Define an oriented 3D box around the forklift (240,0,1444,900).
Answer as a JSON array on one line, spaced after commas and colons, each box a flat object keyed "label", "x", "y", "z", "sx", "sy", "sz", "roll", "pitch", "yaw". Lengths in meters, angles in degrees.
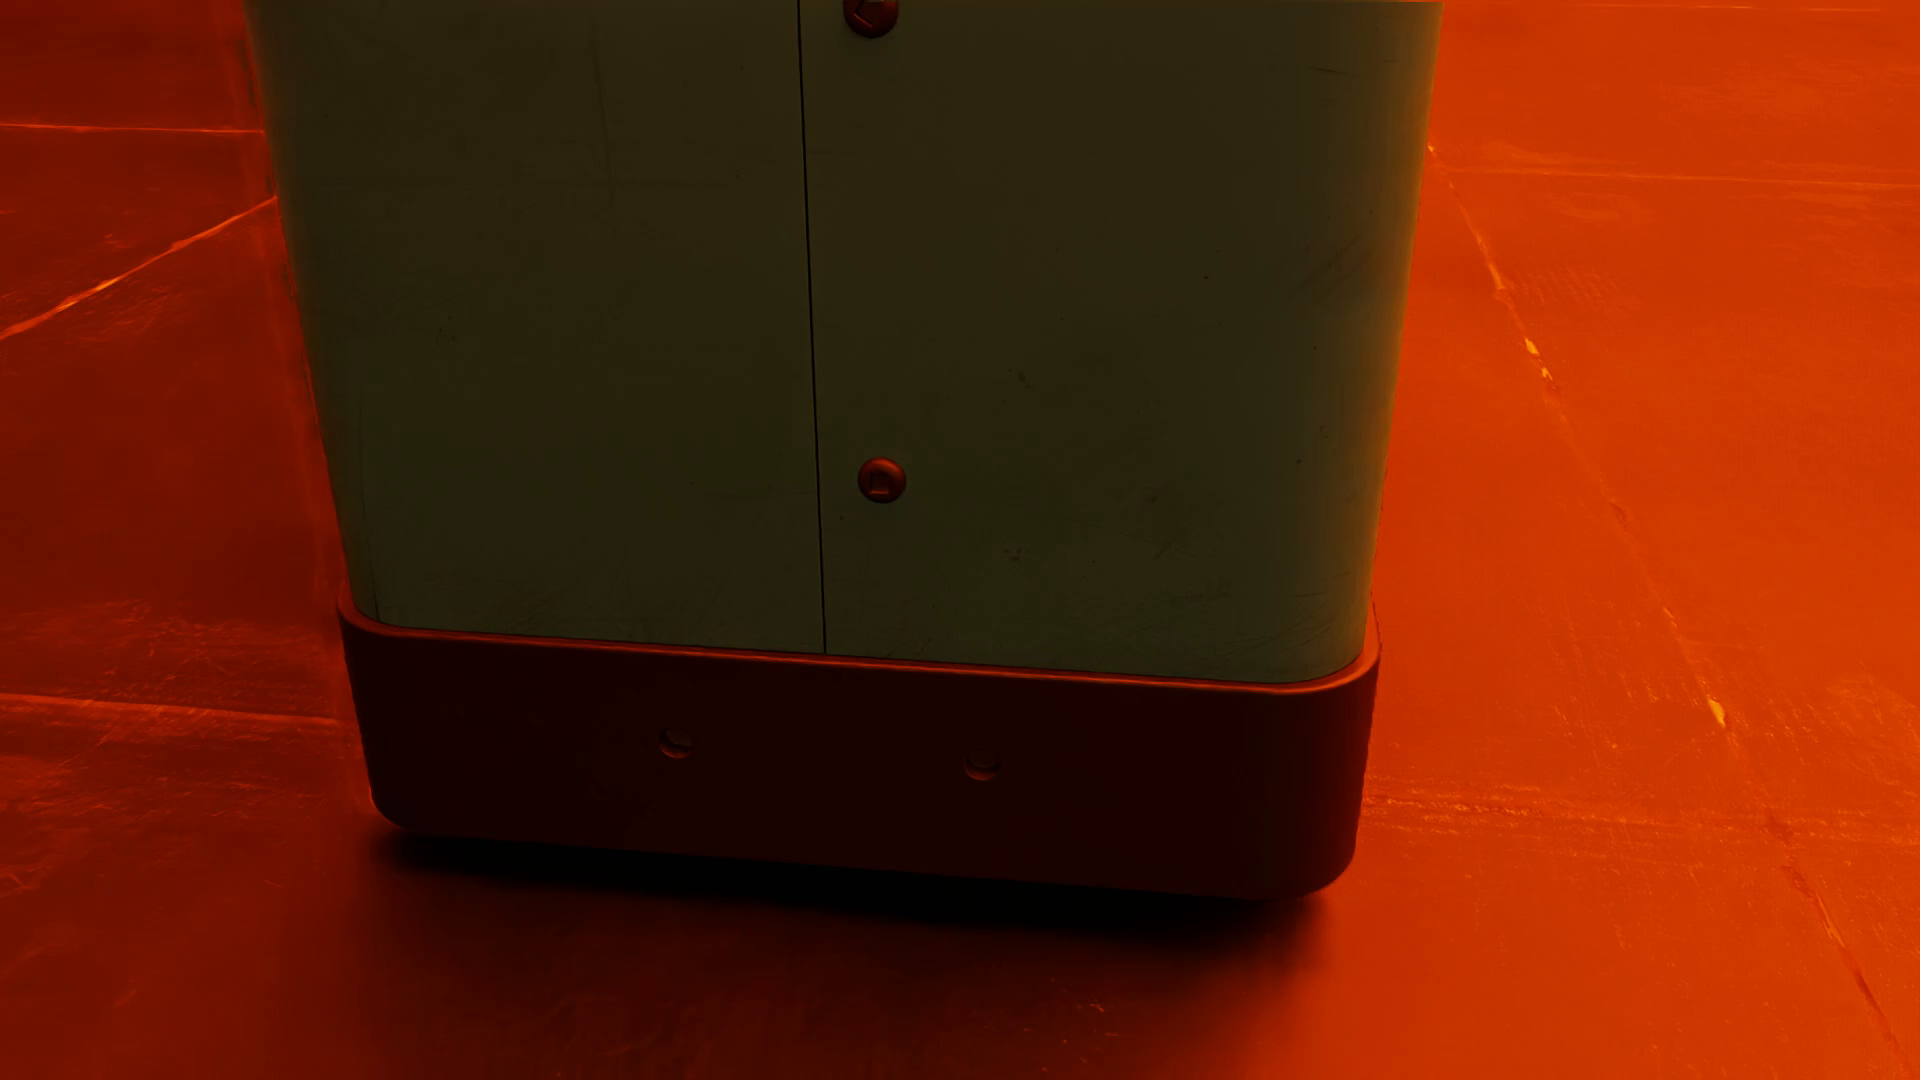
[{"label": "forklift", "x": 0.060, "y": -1.588, "z": 2.399, "sx": 1.130, "sy": 2.935, "sz": 3.031, "roll": 3, "pitch": 27, "yaw": 6}]
